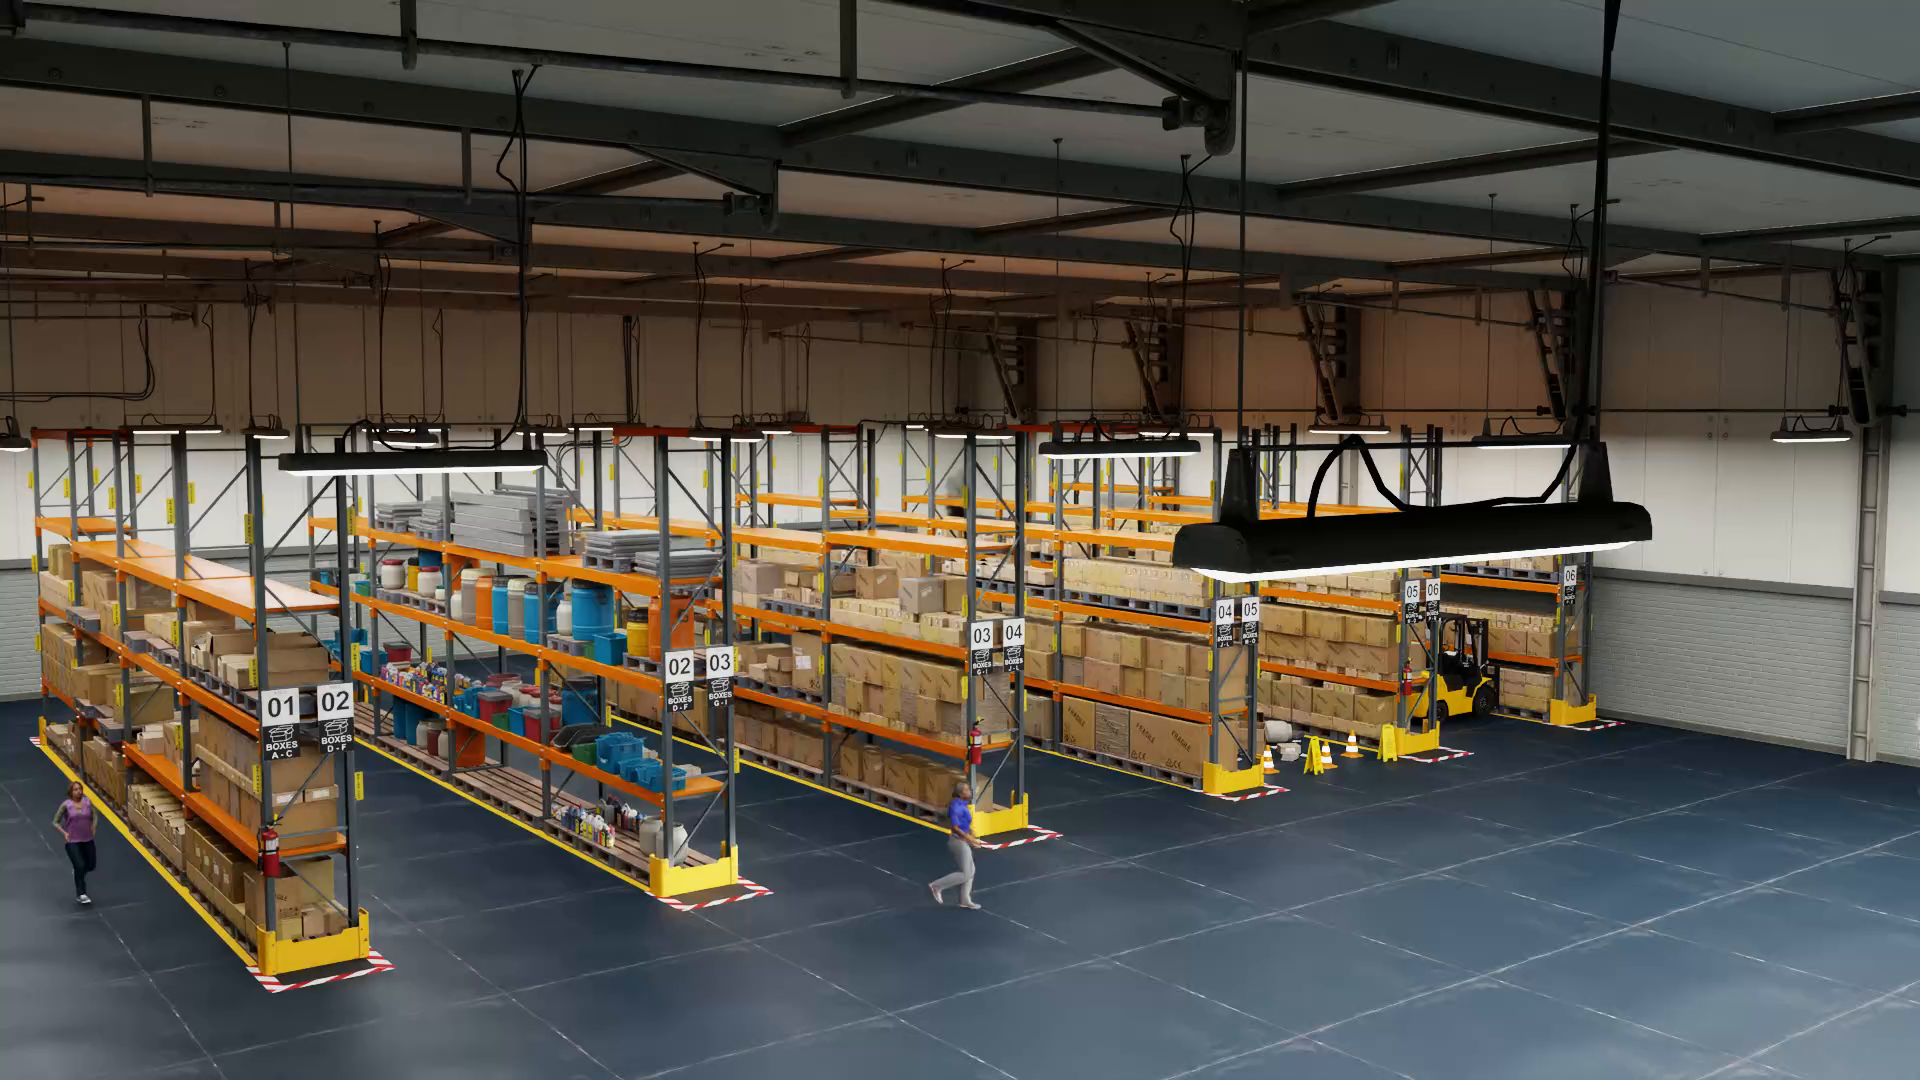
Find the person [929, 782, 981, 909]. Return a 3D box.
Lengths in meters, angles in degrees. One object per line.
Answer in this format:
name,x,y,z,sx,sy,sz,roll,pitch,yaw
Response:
person,-0.071,3.877,21.101,0.671,1.639,0.582,0,4,-6

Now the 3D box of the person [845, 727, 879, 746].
person,-1.788,3.003,31.096,0.734,1.799,0.933,-4,6,-42

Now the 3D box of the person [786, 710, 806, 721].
person,-3.246,2.862,33.177,0.702,1.734,0.726,4,6,41

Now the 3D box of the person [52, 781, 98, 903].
person,-11.386,3.884,21.430,0.608,1.526,0.538,4,6,44
